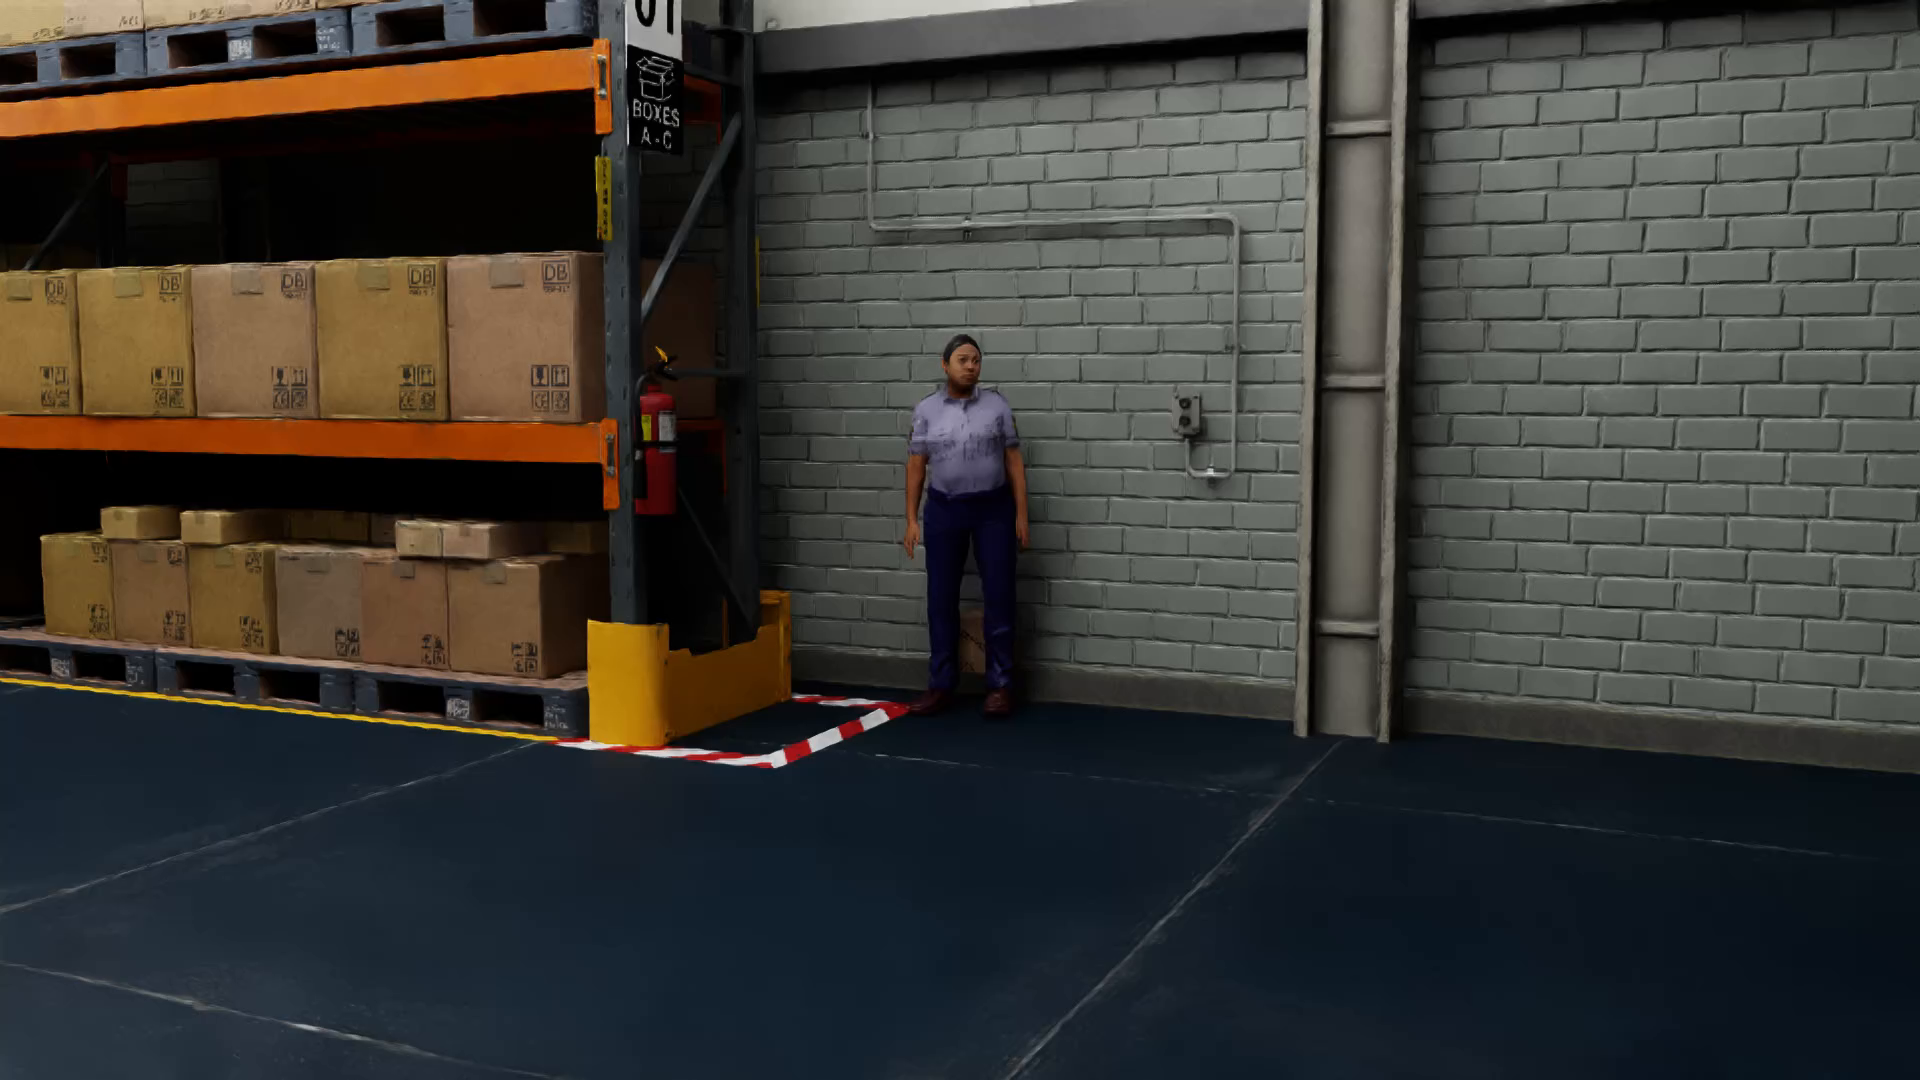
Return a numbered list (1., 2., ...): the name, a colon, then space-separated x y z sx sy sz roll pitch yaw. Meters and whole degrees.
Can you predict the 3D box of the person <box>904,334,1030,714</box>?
1. person: 0.031 -0.063 7.329 0.556 1.649 0.382 0 6 -1
